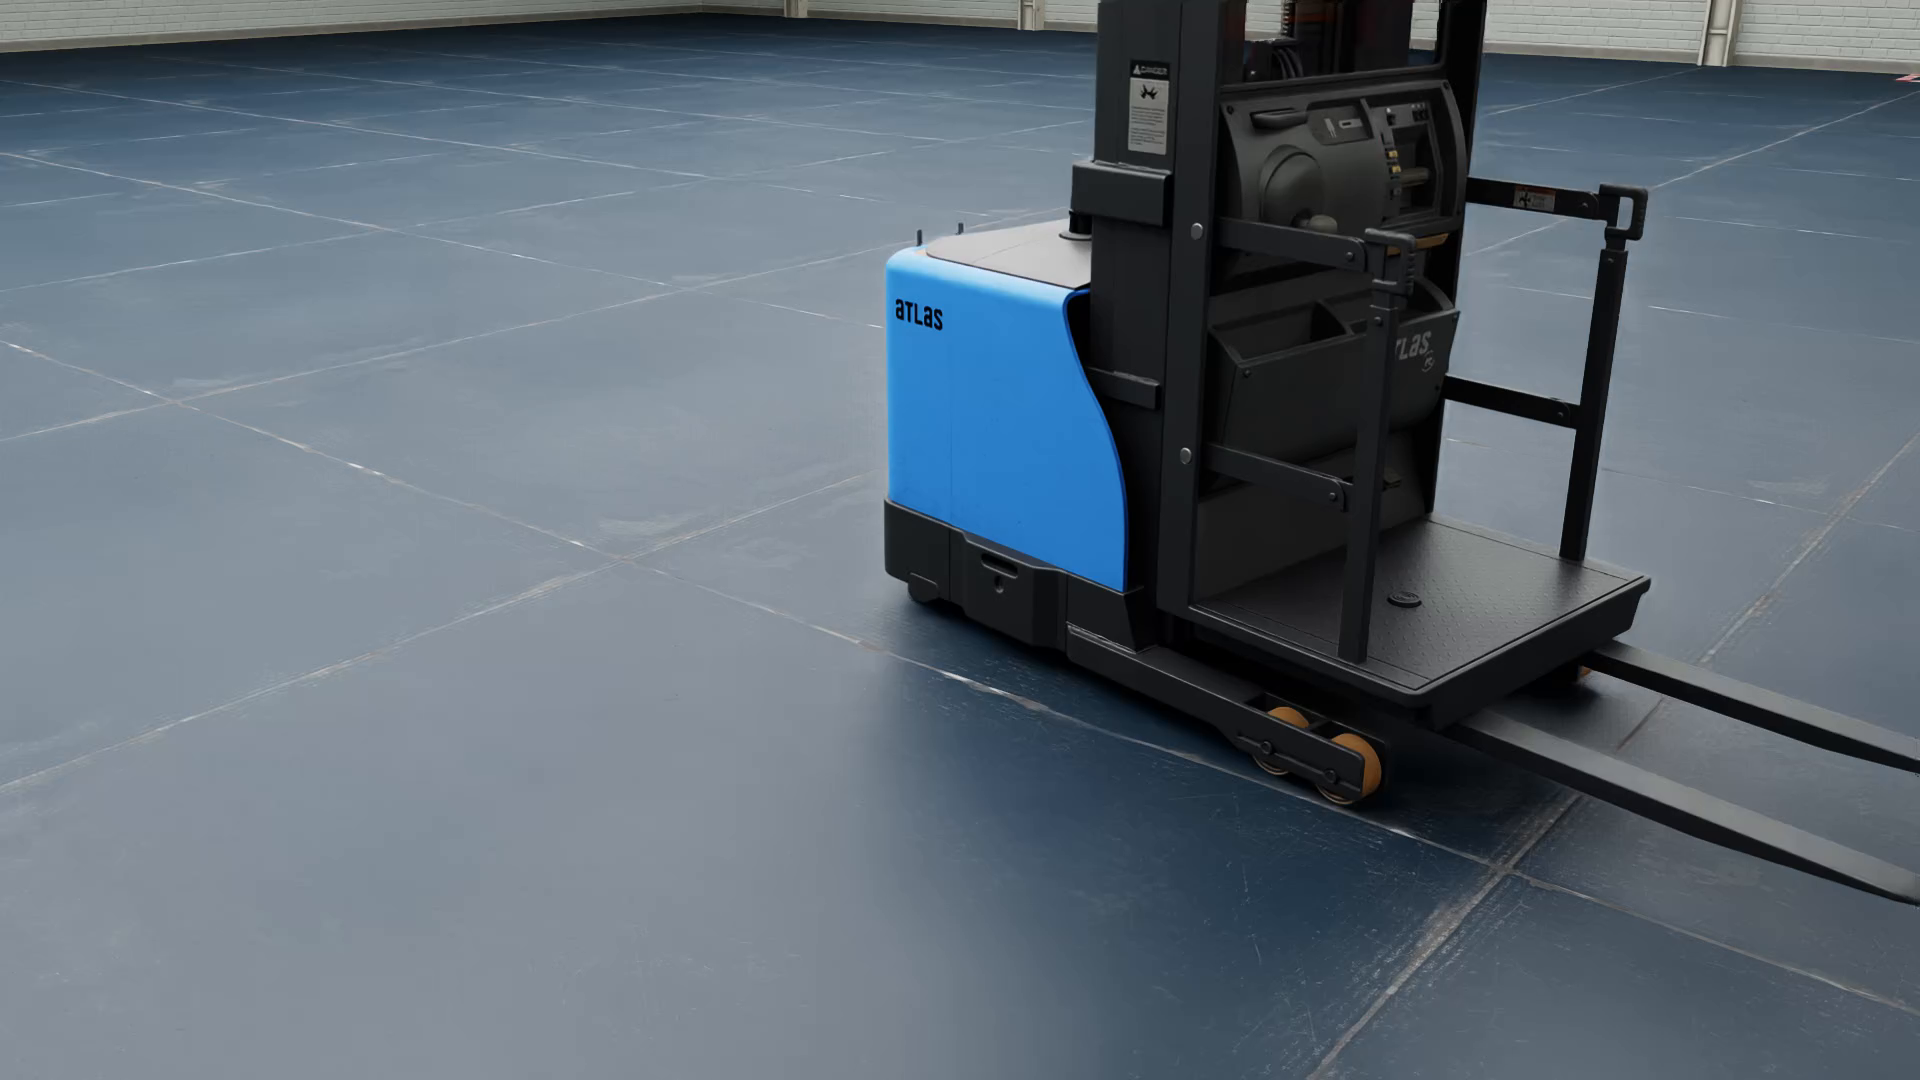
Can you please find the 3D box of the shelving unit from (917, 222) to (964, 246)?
[{"bbox_3d":[0.020,-0.495,5.494,0.215,1.050,0.252,-18,27,-40],"label":"shelving unit"}]

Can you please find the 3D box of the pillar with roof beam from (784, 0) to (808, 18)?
[{"bbox_3d":[-6.067,-13.716,29.288,0.400,9.000,9.100,16,26,36],"label":"pillar with roof beam"}]

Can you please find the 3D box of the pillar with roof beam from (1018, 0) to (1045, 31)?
[{"bbox_3d":[-1.419,-12.378,25.738,0.400,9.000,9.100,16,26,36],"label":"pillar with roof beam"}]

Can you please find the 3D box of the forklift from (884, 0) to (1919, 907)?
[{"bbox_3d":[1.115,-0.940,4.006,1.130,2.935,3.031,-17,27,-38],"label":"forklift"}]

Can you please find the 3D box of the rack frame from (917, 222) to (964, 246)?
[{"bbox_3d":[-0.064,-0.527,5.577,0.200,1.050,0.008,-18,27,-40],"label":"rack frame"}]

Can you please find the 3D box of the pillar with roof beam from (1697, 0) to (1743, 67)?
[{"bbox_3d":[7.878,-9.701,18.639,0.400,9.000,9.100,16,26,36],"label":"pillar with roof beam"}]
